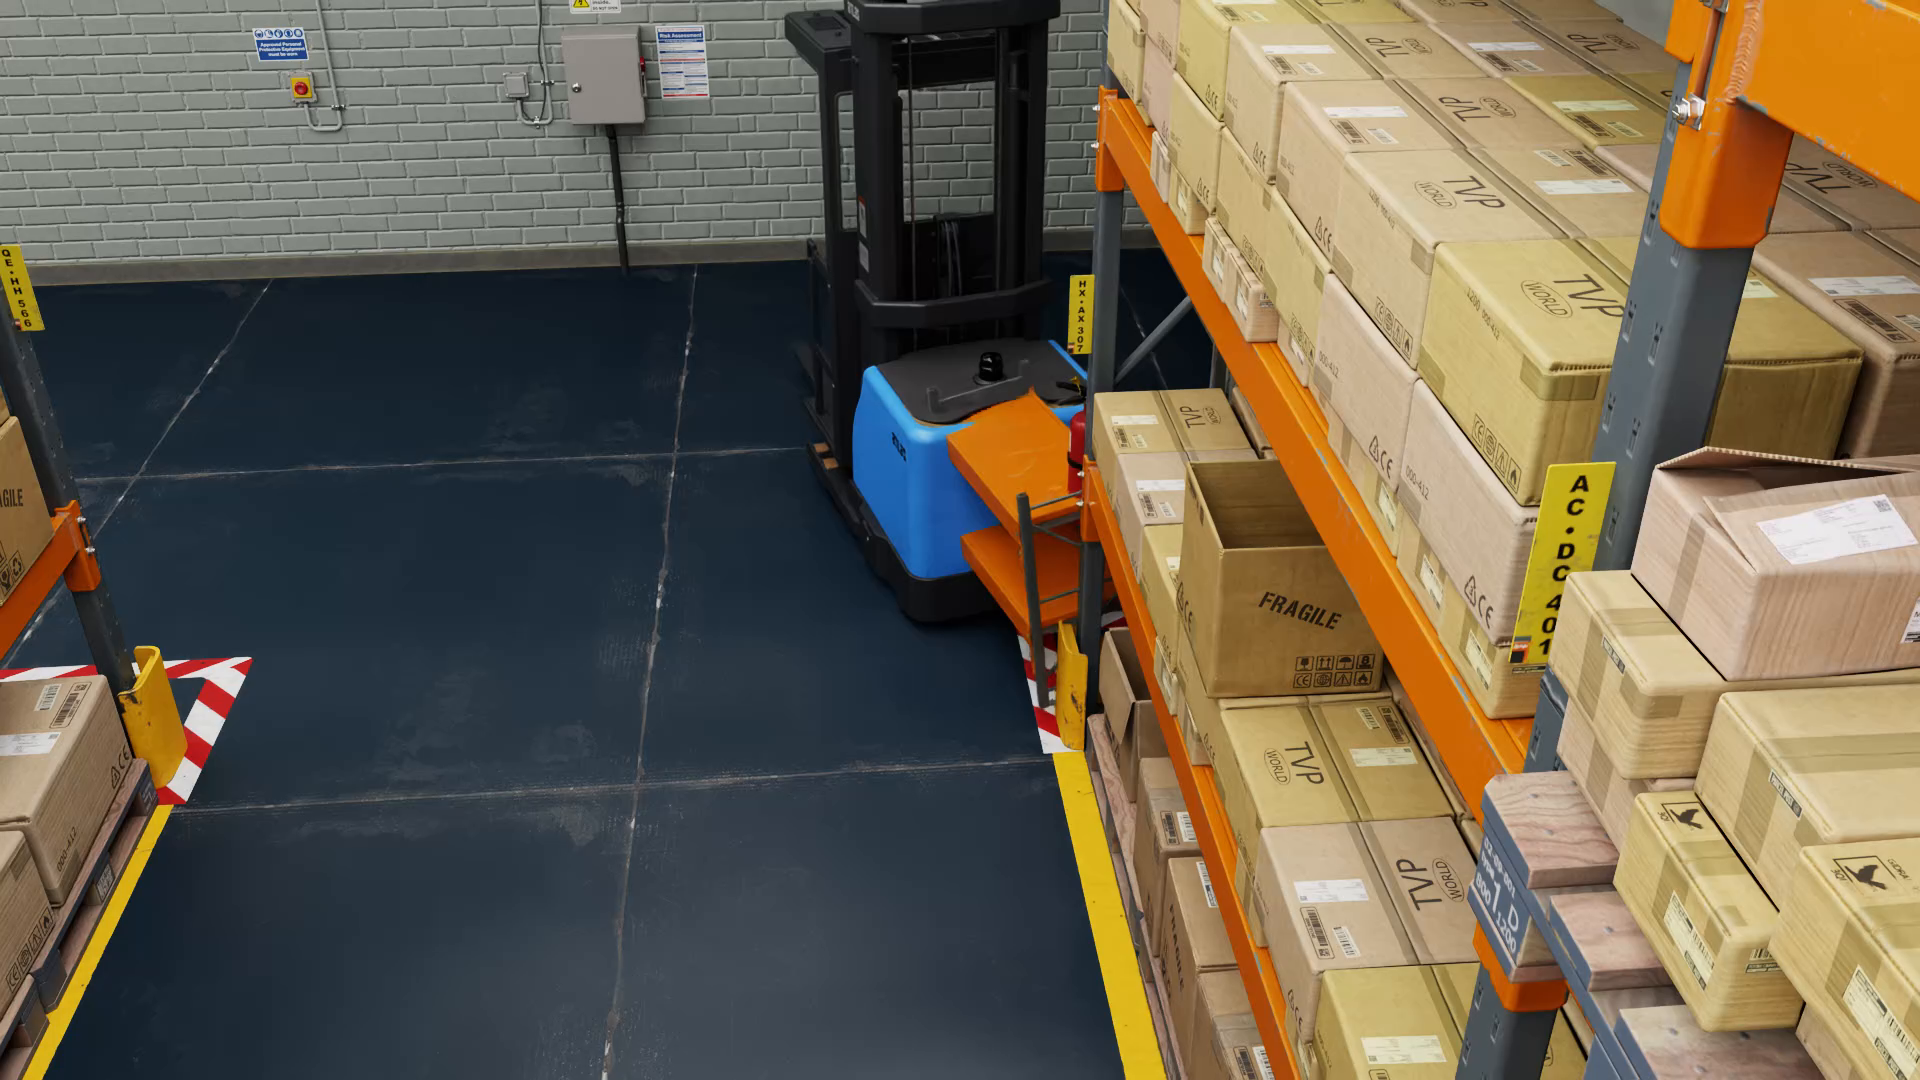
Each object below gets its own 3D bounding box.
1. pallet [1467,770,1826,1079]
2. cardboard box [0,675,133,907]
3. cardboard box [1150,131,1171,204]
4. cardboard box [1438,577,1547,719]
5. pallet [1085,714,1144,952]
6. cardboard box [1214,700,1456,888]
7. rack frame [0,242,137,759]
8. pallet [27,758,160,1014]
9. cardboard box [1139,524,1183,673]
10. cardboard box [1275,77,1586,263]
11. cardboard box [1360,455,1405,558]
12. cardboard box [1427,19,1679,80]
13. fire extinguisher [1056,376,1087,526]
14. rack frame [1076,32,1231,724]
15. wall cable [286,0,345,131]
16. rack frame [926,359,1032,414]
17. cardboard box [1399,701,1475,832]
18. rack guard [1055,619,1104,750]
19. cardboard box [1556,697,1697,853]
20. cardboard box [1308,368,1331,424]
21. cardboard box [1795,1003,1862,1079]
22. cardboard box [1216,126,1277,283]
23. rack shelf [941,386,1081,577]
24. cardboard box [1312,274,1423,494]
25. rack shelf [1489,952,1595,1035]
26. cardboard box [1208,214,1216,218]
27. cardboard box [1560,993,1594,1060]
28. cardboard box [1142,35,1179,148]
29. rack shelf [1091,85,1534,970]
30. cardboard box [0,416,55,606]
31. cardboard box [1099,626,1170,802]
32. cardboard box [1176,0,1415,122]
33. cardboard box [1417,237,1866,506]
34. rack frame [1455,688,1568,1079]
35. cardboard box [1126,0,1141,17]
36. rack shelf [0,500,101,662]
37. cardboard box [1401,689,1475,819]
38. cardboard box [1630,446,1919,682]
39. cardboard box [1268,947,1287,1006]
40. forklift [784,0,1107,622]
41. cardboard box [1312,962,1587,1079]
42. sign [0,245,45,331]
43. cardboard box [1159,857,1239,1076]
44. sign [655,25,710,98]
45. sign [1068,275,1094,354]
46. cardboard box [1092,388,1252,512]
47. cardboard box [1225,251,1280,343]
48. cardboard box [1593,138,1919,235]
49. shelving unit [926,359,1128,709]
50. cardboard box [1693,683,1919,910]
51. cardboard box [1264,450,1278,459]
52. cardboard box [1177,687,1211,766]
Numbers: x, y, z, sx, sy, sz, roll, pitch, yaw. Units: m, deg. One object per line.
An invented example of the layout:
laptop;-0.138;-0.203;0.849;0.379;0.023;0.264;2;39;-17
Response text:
pallet;1.377;0.646;2.002;1.213;0.211;1.003;-3;31;-5
cardboard box;-3.769;0.966;6.297;0.875;0.438;0.875;-4;31;-6
cardboard box;0.788;-1.135;5.045;0.380;0.149;0.250;-2;31;-3
cardboard box;1.058;0.167;2.865;0.380;0.149;0.250;-3;31;-5
pallet;1.094;1.117;6.674;1.003;0.211;1.213;-3;31;-5
cardboard box;1.000;0.695;4.518;0.500;0.250;0.500;-3;31;-5
rack frame;-3.930;-0.286;6.304;1.000;3.000;0.127;-3;31;-5
pallet;-3.777;1.316;6.341;1.003;0.211;1.213;-3;31;-5
cardboard box;0.884;0.172;5.394;0.500;0.250;0.500;-3;31;-6
cardboard box;1.004;-0.813;3.630;0.500;0.250;0.500;-2;31;-4
cardboard box;1.022;-0.095;3.305;0.380;0.149;0.250;-2;31;-3
cardboard box;1.458;-1.093;4.098;0.500;0.250;0.500;-3;31;-5
fire extinguisher;0.538;-0.385;6.909;0.296;0.674;0.183;-3;31;-5
rack frame;1.012;-0.526;6.705;1.000;3.000;0.127;-3;31;-5
wall cable;-4.480;-3.613;10.853;0.585;1.953;0.123;-3;31;-5
rack frame;0.143;-0.294;7.917;0.500;1.125;0.032;-18;36;-15
cardboard box;1.508;0.668;4.562;0.500;0.250;0.500;-2;31;-4
rack guard;1.019;0.586;7.281;1.175;0.500;0.348;-3;31;-5
cardboard box;1.017;0.285;2.161;0.380;0.149;0.250;-2;31;-4
cardboard box;1.007;-0.359;3.746;0.380;0.149;0.250;-2;31;-3
cardboard box;1.128;0.543;1.728;0.380;0.149;0.250;-2;31;-4
cardboard box;0.956;-0.854;4.185;0.500;0.250;0.500;-3;31;-5
rack shelf;0.302;-0.282;7.353;0.538;0.278;1.000;-18;36;-15
cardboard box;1.032;-0.334;3.315;0.500;0.250;0.500;-4;31;-6
rack shelf;1.572;1.559;0.992;1.077;0.370;4.000;-3;31;-5
cardboard box;0.905;-0.878;4.615;0.380;0.149;0.250;-3;31;-5
cardboard box;1.608;1.187;3.693;0.500;0.250;0.500;-3;31;-5
cardboard box;0.849;-1.379;5.064;0.500;0.250;0.500;-2;31;-4
rack shelf;1.199;-0.483;4.411;1.077;0.370;4.000;-3;31;-5
cardboard box;-3.621;-0.095;5.887;0.500;0.500;0.500;-3;31;-4
cardboard box;0.975;0.683;6.707;0.797;0.503;0.637;-4;31;-7
cardboard box;0.893;-1.336;4.506;0.500;0.250;0.500;-3;31;-5
cardboard box;1.099;-0.295;2.763;0.500;0.250;0.500;-3;31;-4
rack frame;1.385;1.517;3.286;1.000;3.000;0.127;-3;31;-5
cardboard box;0.803;-1.853;5.370;0.500;0.250;0.500;-3;31;-5
rack shelf;-3.743;1.044;4.779;1.077;0.370;4.000;-3;31;-5
cardboard box;1.511;0.358;4.350;0.500;0.500;0.500;-4;31;-6
cardboard box;1.066;-0.022;1.980;0.396;0.266;0.258;-3;31;-5
cardboard box;1.012;1.075;4.270;0.380;0.149;0.250;-2;31;-3
forklift;-0.222;-1.609;8.585;1.130;2.935;3.031;-10;32;-16
cardboard box;1.095;1.205;3.664;0.500;0.250;0.500;-2;31;-3
sign;-3.388;-0.904;5.978;0.100;0.325;0.005;-3;31;-5
cardboard box;0.966;1.397;5.514;0.500;0.500;0.500;-2;31;-4
sign;-1.902;-3.278;11.406;0.329;0.494;0.001;-3;31;-5
sign;0.472;-0.871;6.439;0.100;0.325;0.005;-3;31;-5
cardboard box;0.786;-0.344;6.258;0.500;0.250;0.500;-3;31;-4
cardboard box;0.885;-0.617;4.178;0.380;0.149;0.250;-2;31;-4
cardboard box;1.559;-0.579;3.238;0.500;0.250;0.500;-4;31;-6
shelving unit;0.333;-0.042;7.518;0.538;1.125;1.048;-18;36;-15
cardboard box;1.073;0.292;1.859;0.380;0.149;0.250;-2;31;-4
cardboard box;1.366;-0.104;5.854;0.500;0.250;0.500;-3;31;-4
cardboard box;0.885;0.557;5.138;0.380;0.149;0.250;-2;31;-3
